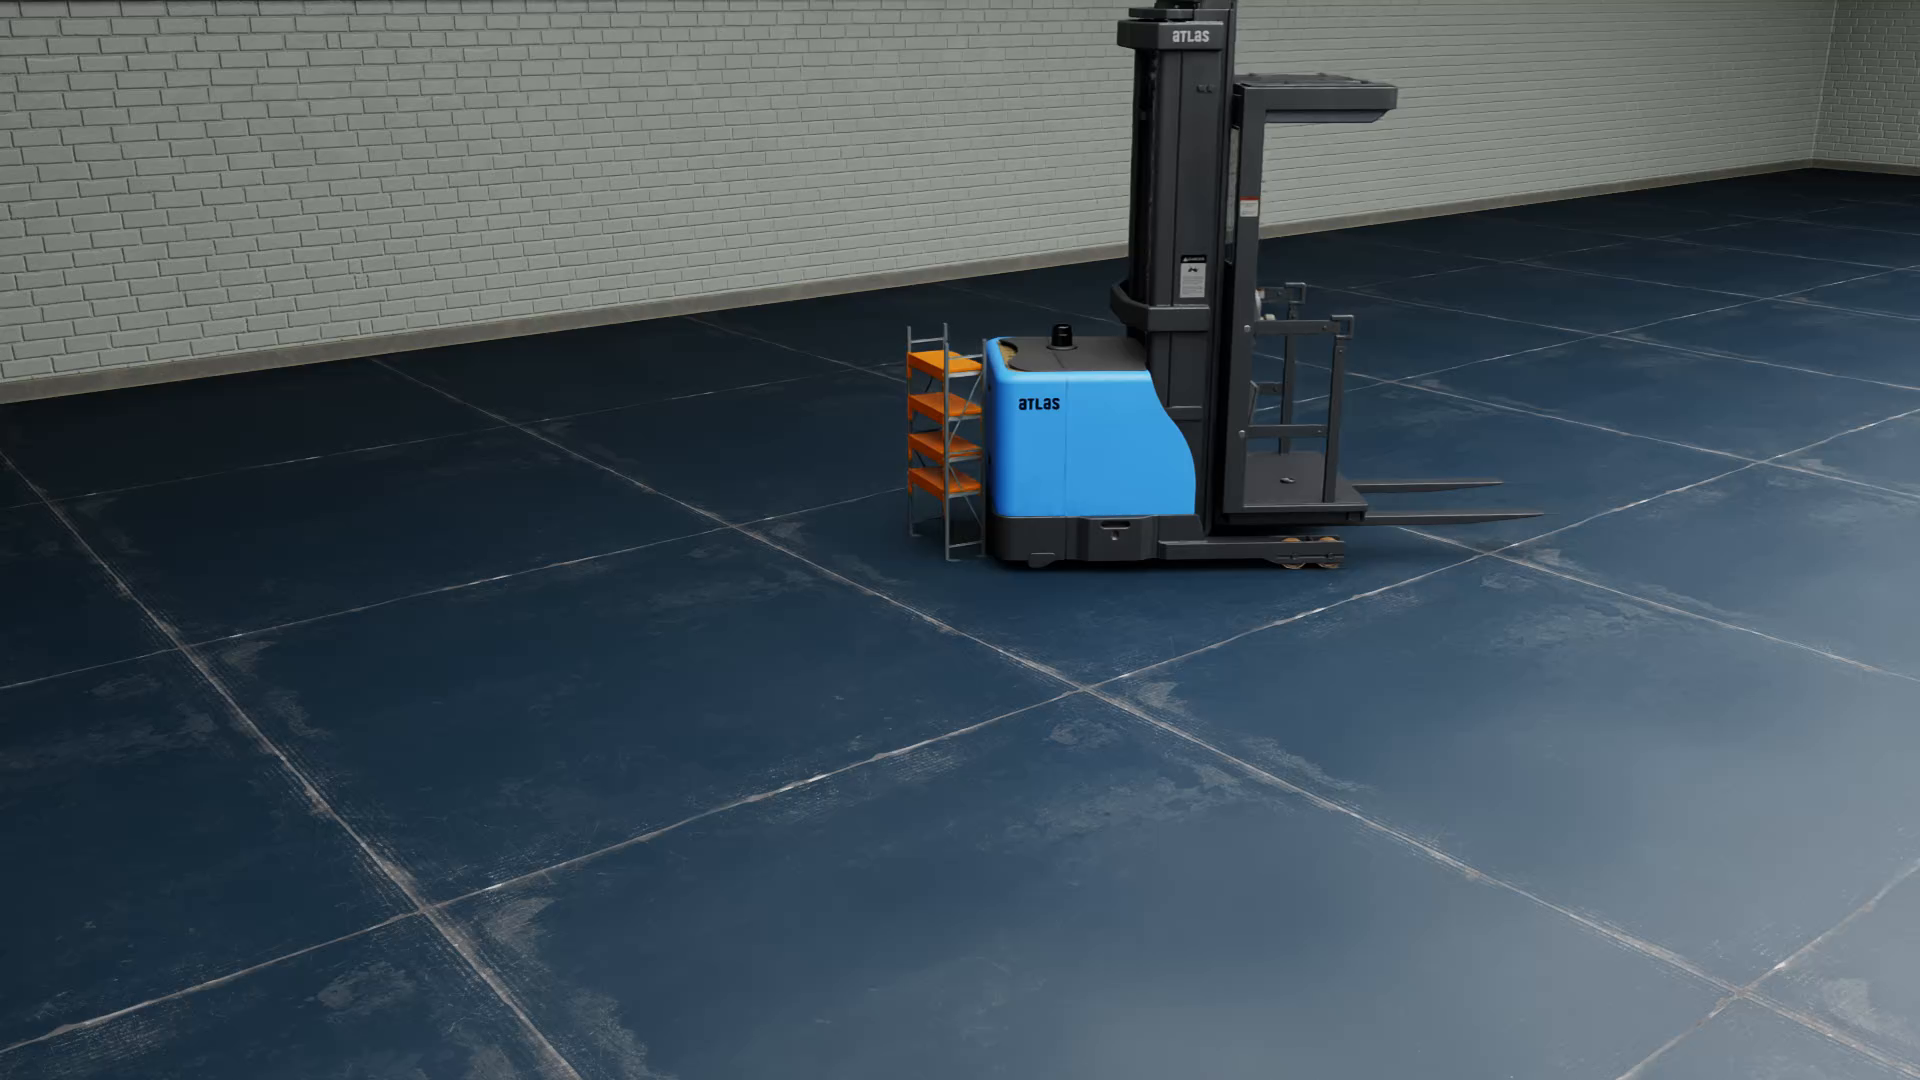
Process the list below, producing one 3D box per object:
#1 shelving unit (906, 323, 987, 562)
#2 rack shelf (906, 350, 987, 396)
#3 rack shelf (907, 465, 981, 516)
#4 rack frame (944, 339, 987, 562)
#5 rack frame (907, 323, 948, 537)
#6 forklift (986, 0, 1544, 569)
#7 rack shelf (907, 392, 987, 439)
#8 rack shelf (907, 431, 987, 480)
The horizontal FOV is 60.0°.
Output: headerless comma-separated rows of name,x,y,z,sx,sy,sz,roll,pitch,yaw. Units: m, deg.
shelving unit,-0.076,-0.537,9.076,0.258,1.200,0.503,-8,20,-24
rack shelf,-0.076,-0.910,8.953,0.258,0.148,0.480,-8,20,-24
rack shelf,-0.076,-0.285,9.160,0.258,0.148,0.480,-8,20,-24
rack frame,0.028,-0.468,8.867,0.240,1.200,0.015,-8,20,-24
rack frame,-0.180,-0.607,9.286,0.240,1.200,0.015,-8,20,-24
forklift,1.664,-1.401,8.929,3.031,2.935,1.130,-1,18,-3
rack shelf,-0.076,-0.686,9.027,0.258,0.148,0.480,-8,20,-24
rack shelf,-0.076,-0.473,9.097,0.258,0.148,0.480,-8,20,-24
